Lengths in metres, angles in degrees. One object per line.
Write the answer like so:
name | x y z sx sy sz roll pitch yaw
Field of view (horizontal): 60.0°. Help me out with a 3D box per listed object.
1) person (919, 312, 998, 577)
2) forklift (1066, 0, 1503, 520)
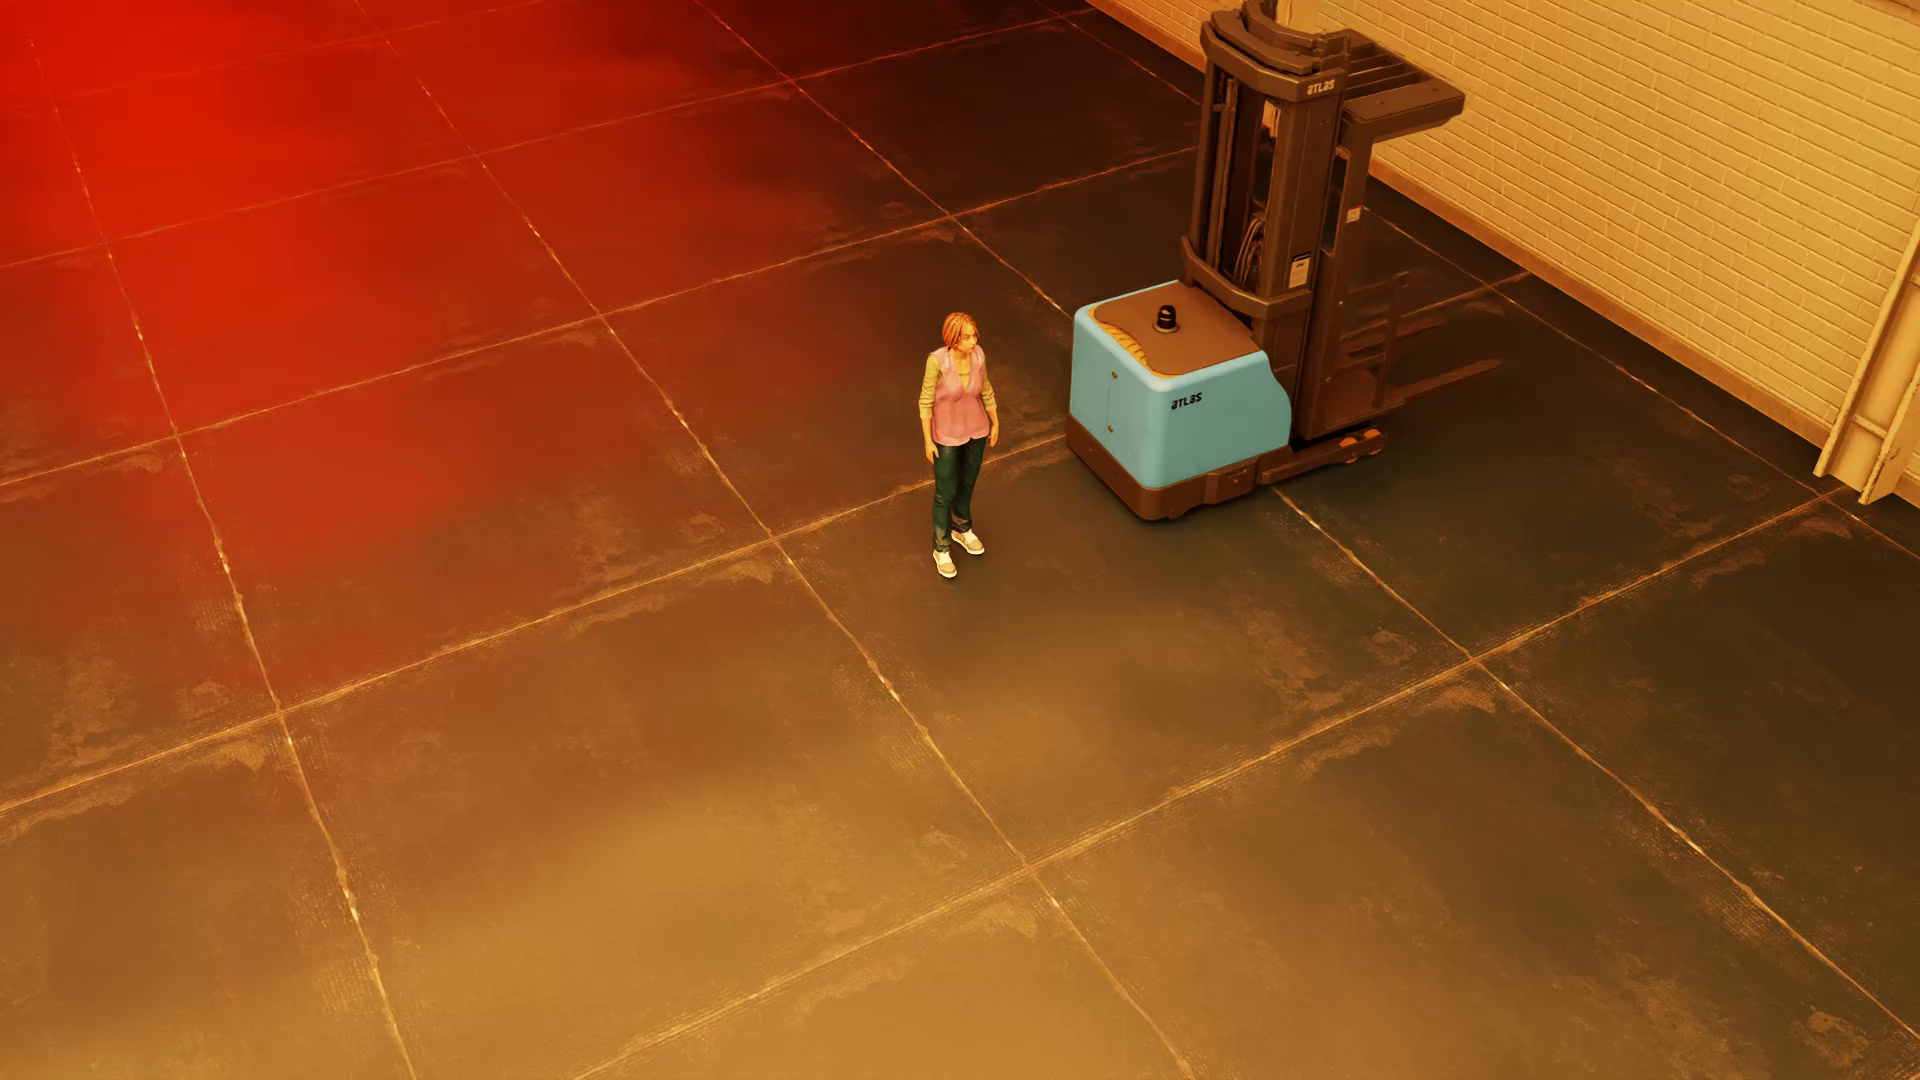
person | 0.025 -0.575 9.762 0.519 1.598 0.475 -20 44 -23
forklift | 2.248 -1.917 10.348 3.031 2.935 1.130 -19 43 -21
